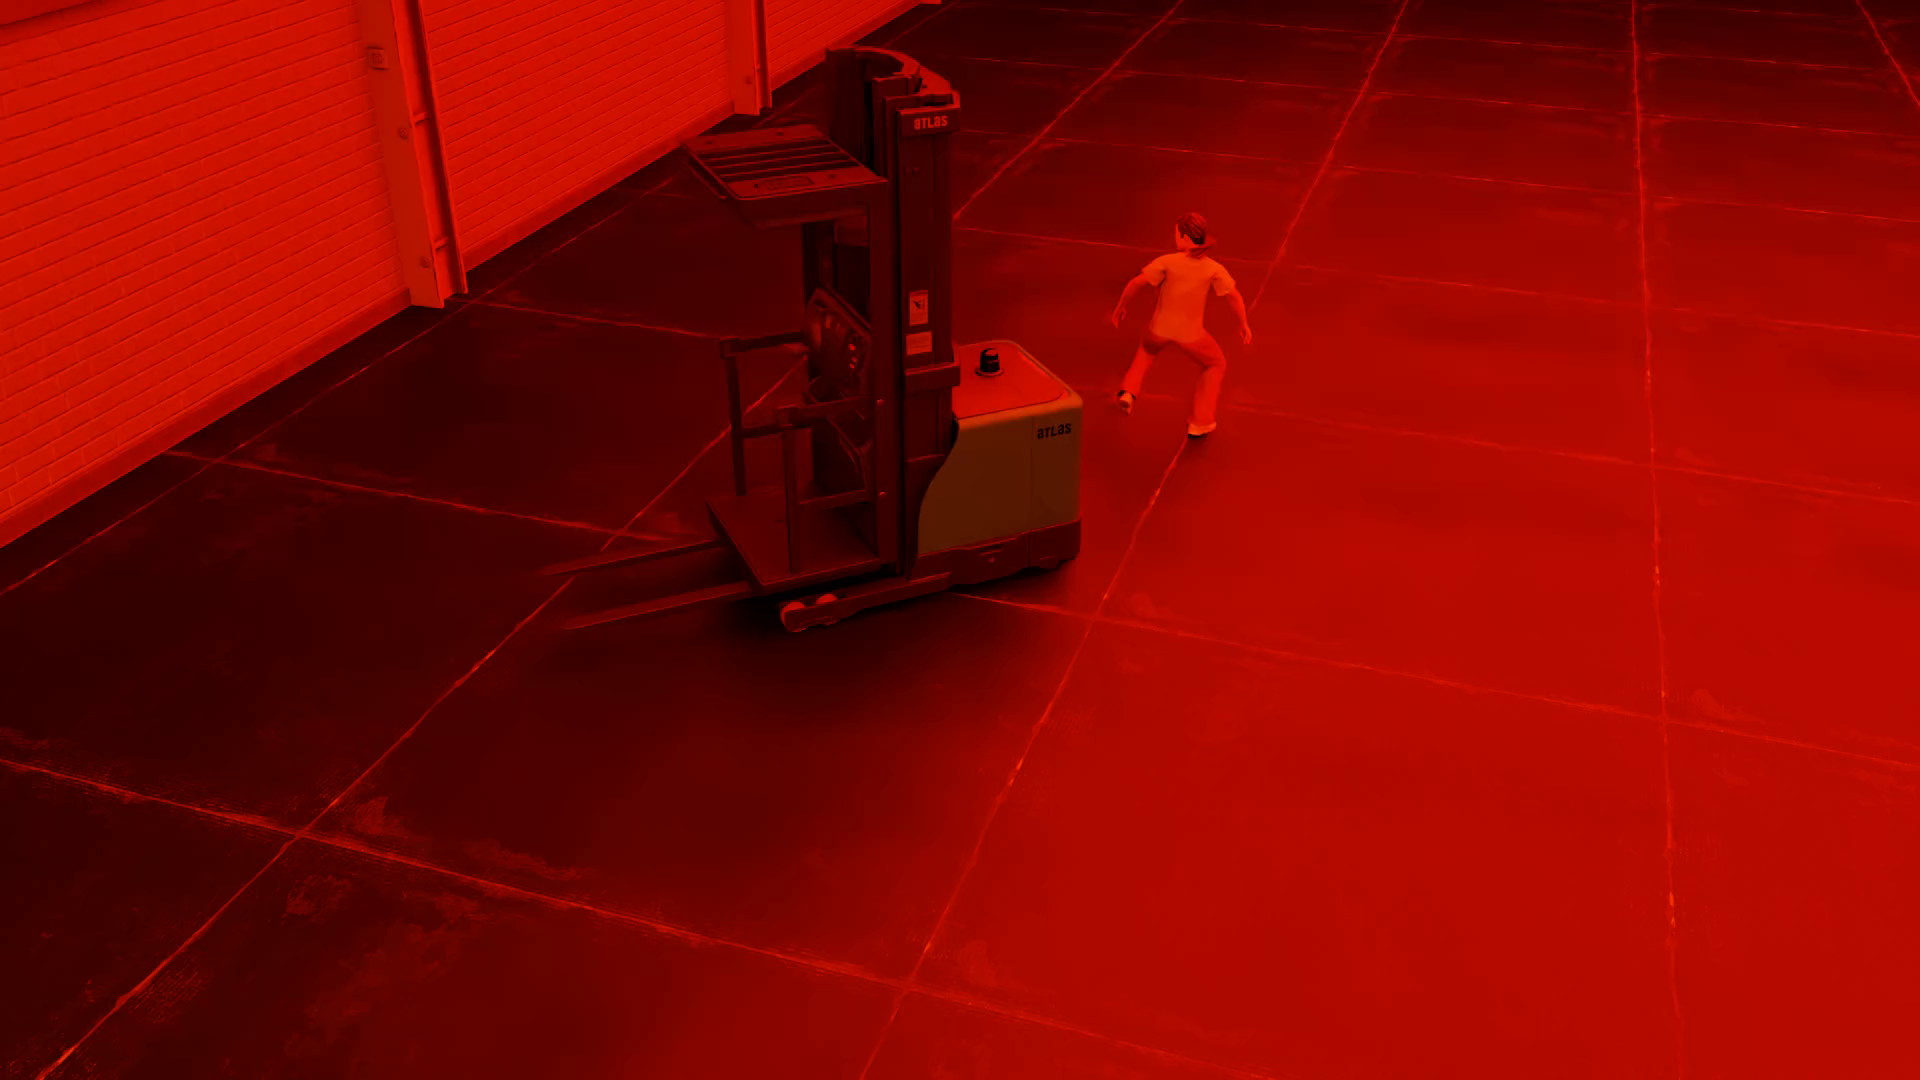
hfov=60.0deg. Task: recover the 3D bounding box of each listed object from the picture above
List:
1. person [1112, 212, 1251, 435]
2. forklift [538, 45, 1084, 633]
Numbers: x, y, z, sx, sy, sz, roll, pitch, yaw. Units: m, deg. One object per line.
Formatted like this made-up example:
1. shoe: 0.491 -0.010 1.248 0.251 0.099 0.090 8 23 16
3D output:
1. person: 1.481 -1.427 11.075 0.890 1.562 0.496 10 31 16
2. forklift: -0.852 -1.060 8.996 3.031 2.935 1.130 -12 32 -21
